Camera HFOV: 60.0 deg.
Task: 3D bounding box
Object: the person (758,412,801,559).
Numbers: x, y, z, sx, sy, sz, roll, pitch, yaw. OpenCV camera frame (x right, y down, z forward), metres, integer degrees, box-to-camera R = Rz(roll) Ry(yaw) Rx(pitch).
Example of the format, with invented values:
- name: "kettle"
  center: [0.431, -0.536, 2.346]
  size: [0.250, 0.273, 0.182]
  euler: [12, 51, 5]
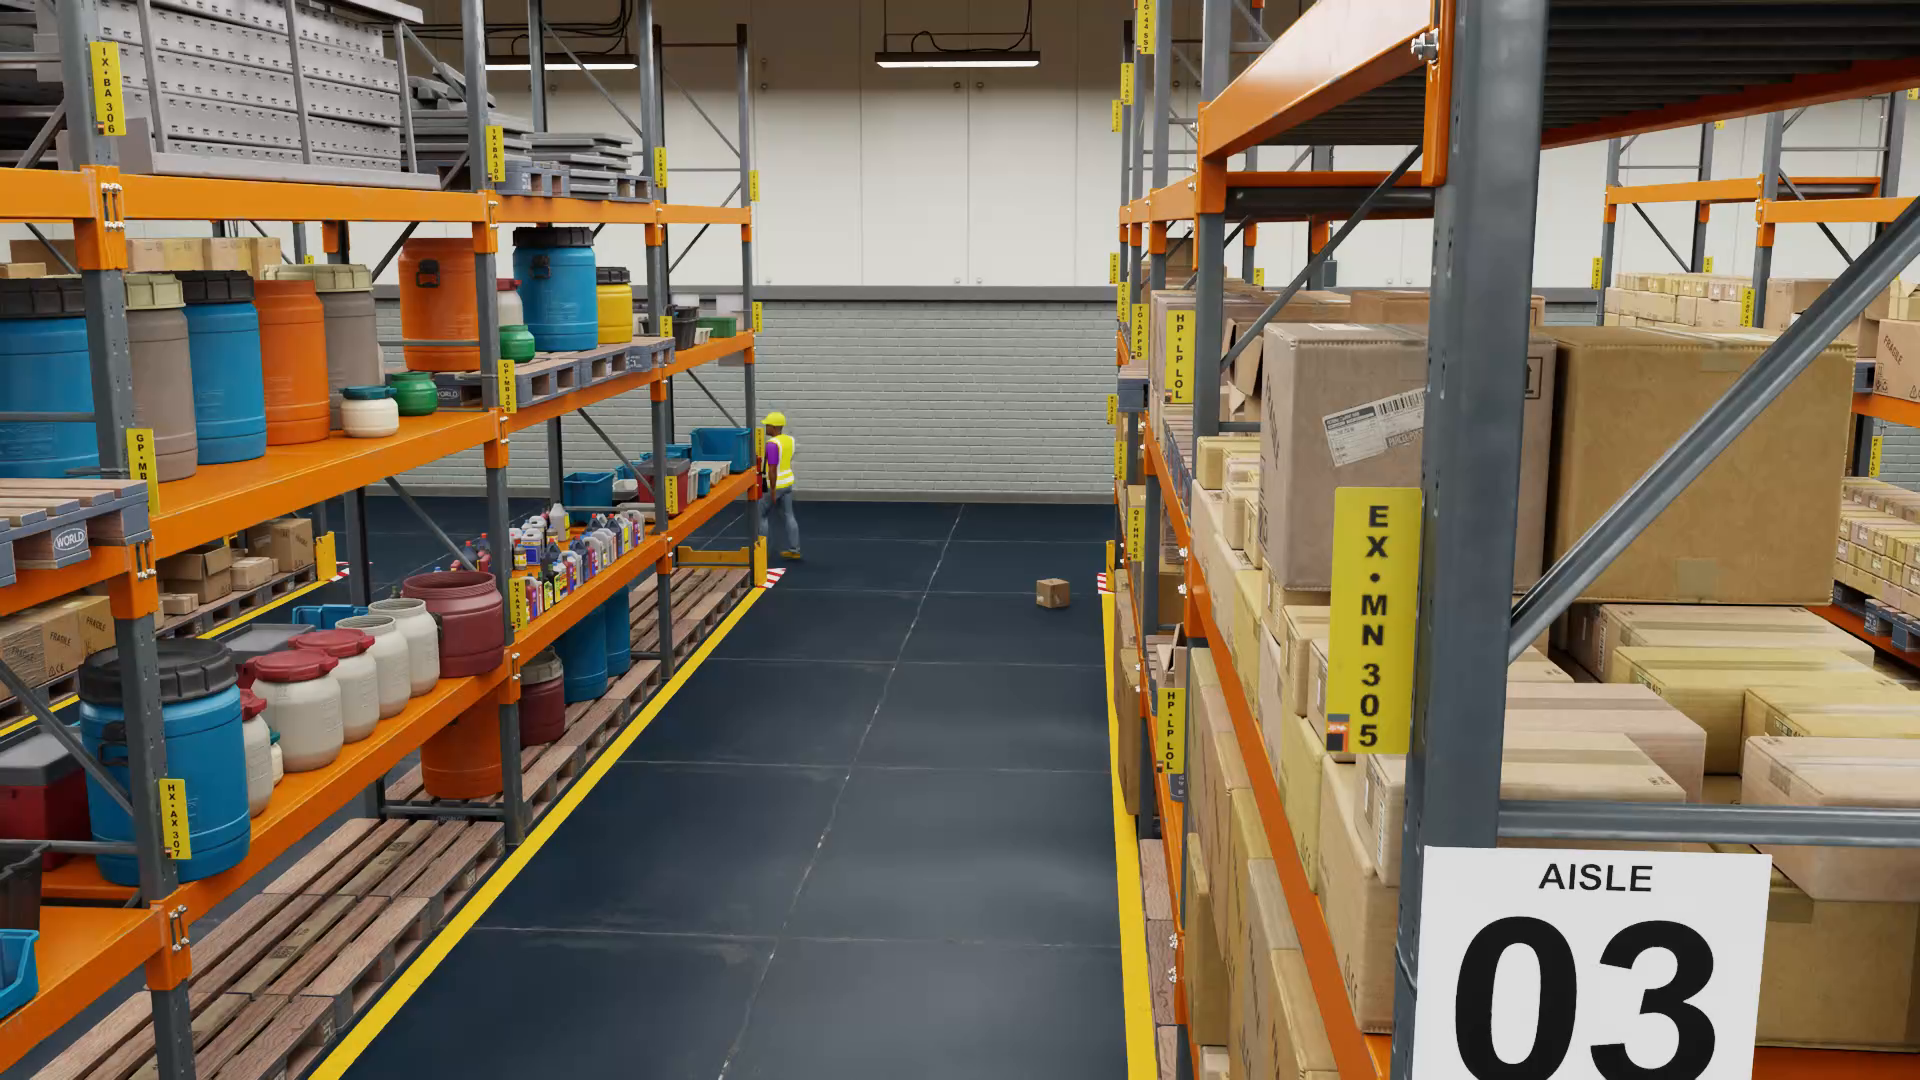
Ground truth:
- name: "person"
  center: [-2.219, -0.618, 19.722]
  size: [0.739, 1.815, 0.621]
  euler: [6, 12, 29]
